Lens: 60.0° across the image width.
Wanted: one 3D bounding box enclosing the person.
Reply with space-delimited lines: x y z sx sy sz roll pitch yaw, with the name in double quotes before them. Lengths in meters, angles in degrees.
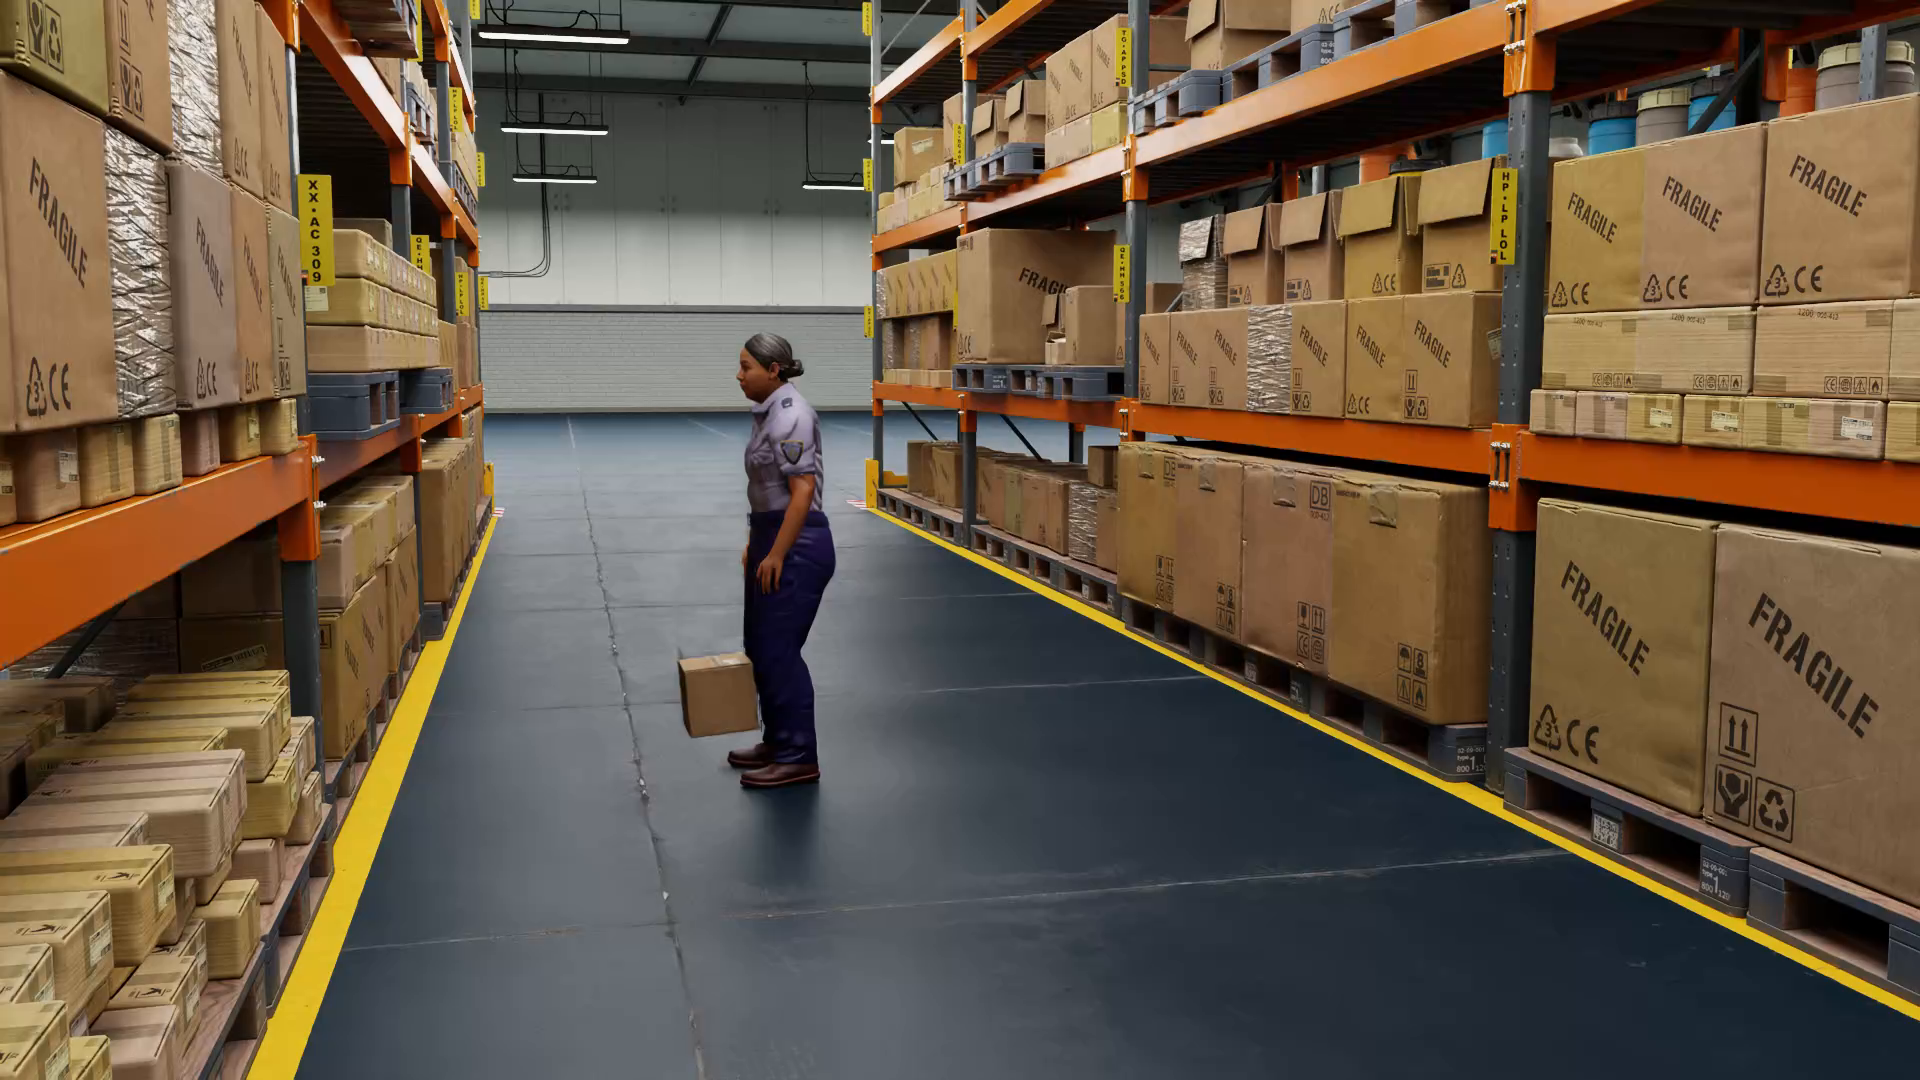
"person" -0.664 0.059 6.171 0.371 1.654 0.532 -2 6 -15
